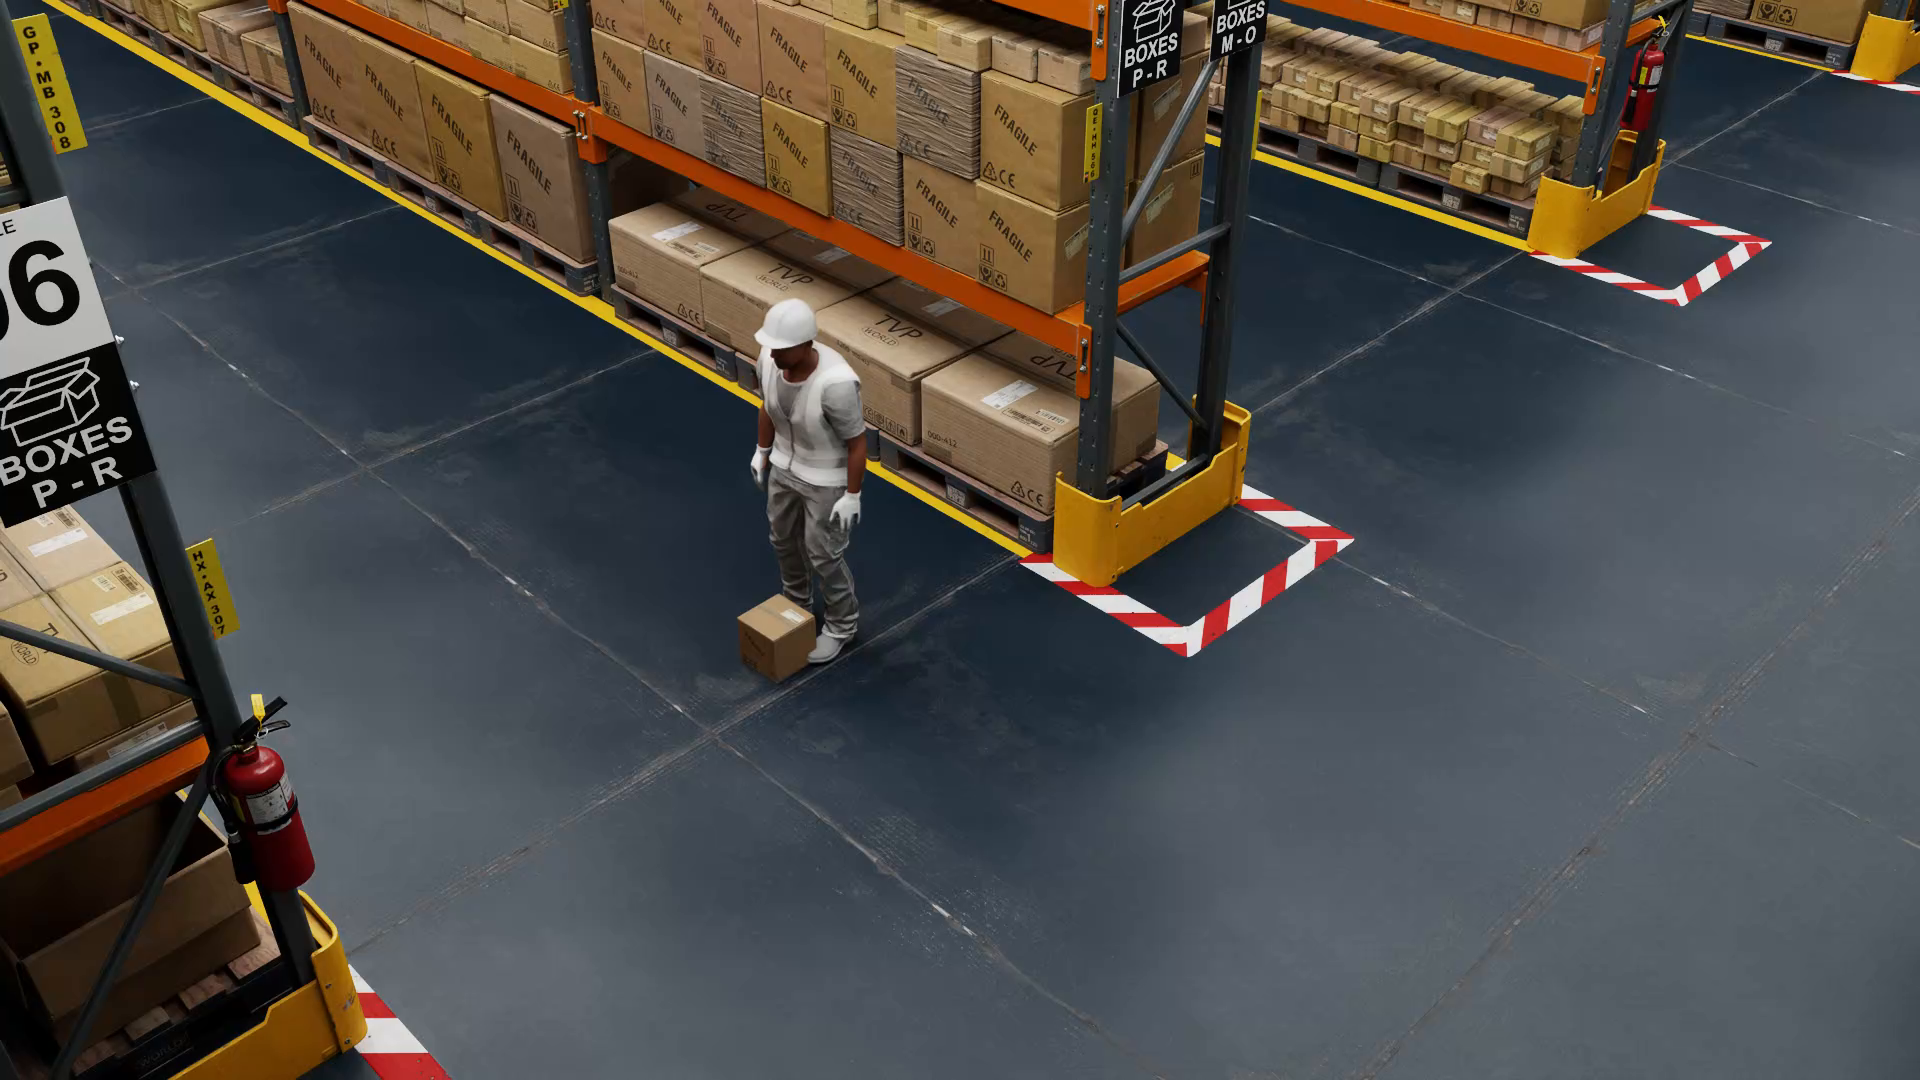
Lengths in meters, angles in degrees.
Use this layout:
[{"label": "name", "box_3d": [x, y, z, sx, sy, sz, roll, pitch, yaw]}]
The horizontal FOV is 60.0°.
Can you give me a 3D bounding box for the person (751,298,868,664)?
[{"label": "person", "box_3d": [-0.667, -0.273, 7.247, 0.619, 1.772, 0.450, 27, 43, 33]}]
